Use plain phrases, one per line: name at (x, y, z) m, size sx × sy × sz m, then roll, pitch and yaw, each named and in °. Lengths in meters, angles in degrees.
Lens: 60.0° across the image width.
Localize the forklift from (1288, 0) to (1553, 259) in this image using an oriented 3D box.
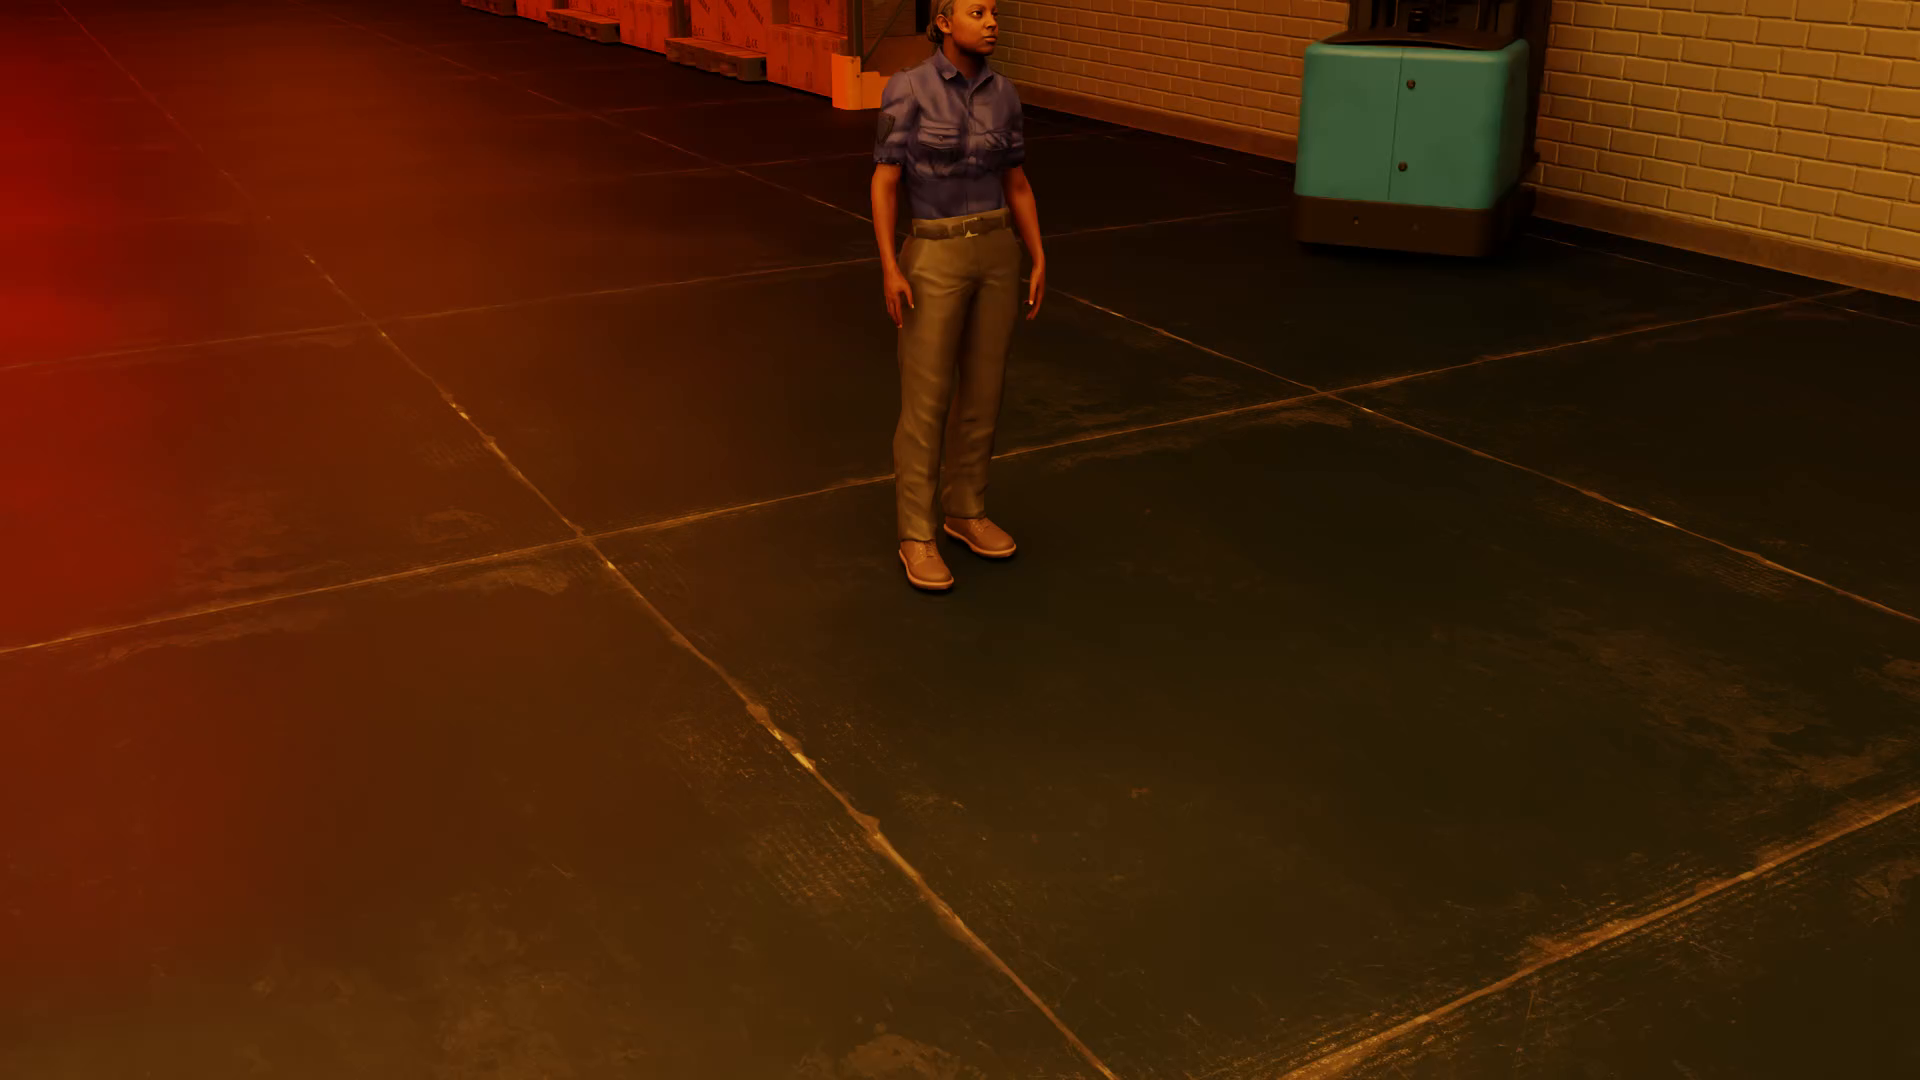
forklift at (2.827, -3.316, 9.355) m, size 1.130 × 2.935 × 3.031 m, roll 10°, pitch 24°, yaw 23°

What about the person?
person at (0.027, -0.739, 4.739) m, size 0.569 × 1.654 × 0.504 m, roll -12°, pitch 25°, yaw -28°
